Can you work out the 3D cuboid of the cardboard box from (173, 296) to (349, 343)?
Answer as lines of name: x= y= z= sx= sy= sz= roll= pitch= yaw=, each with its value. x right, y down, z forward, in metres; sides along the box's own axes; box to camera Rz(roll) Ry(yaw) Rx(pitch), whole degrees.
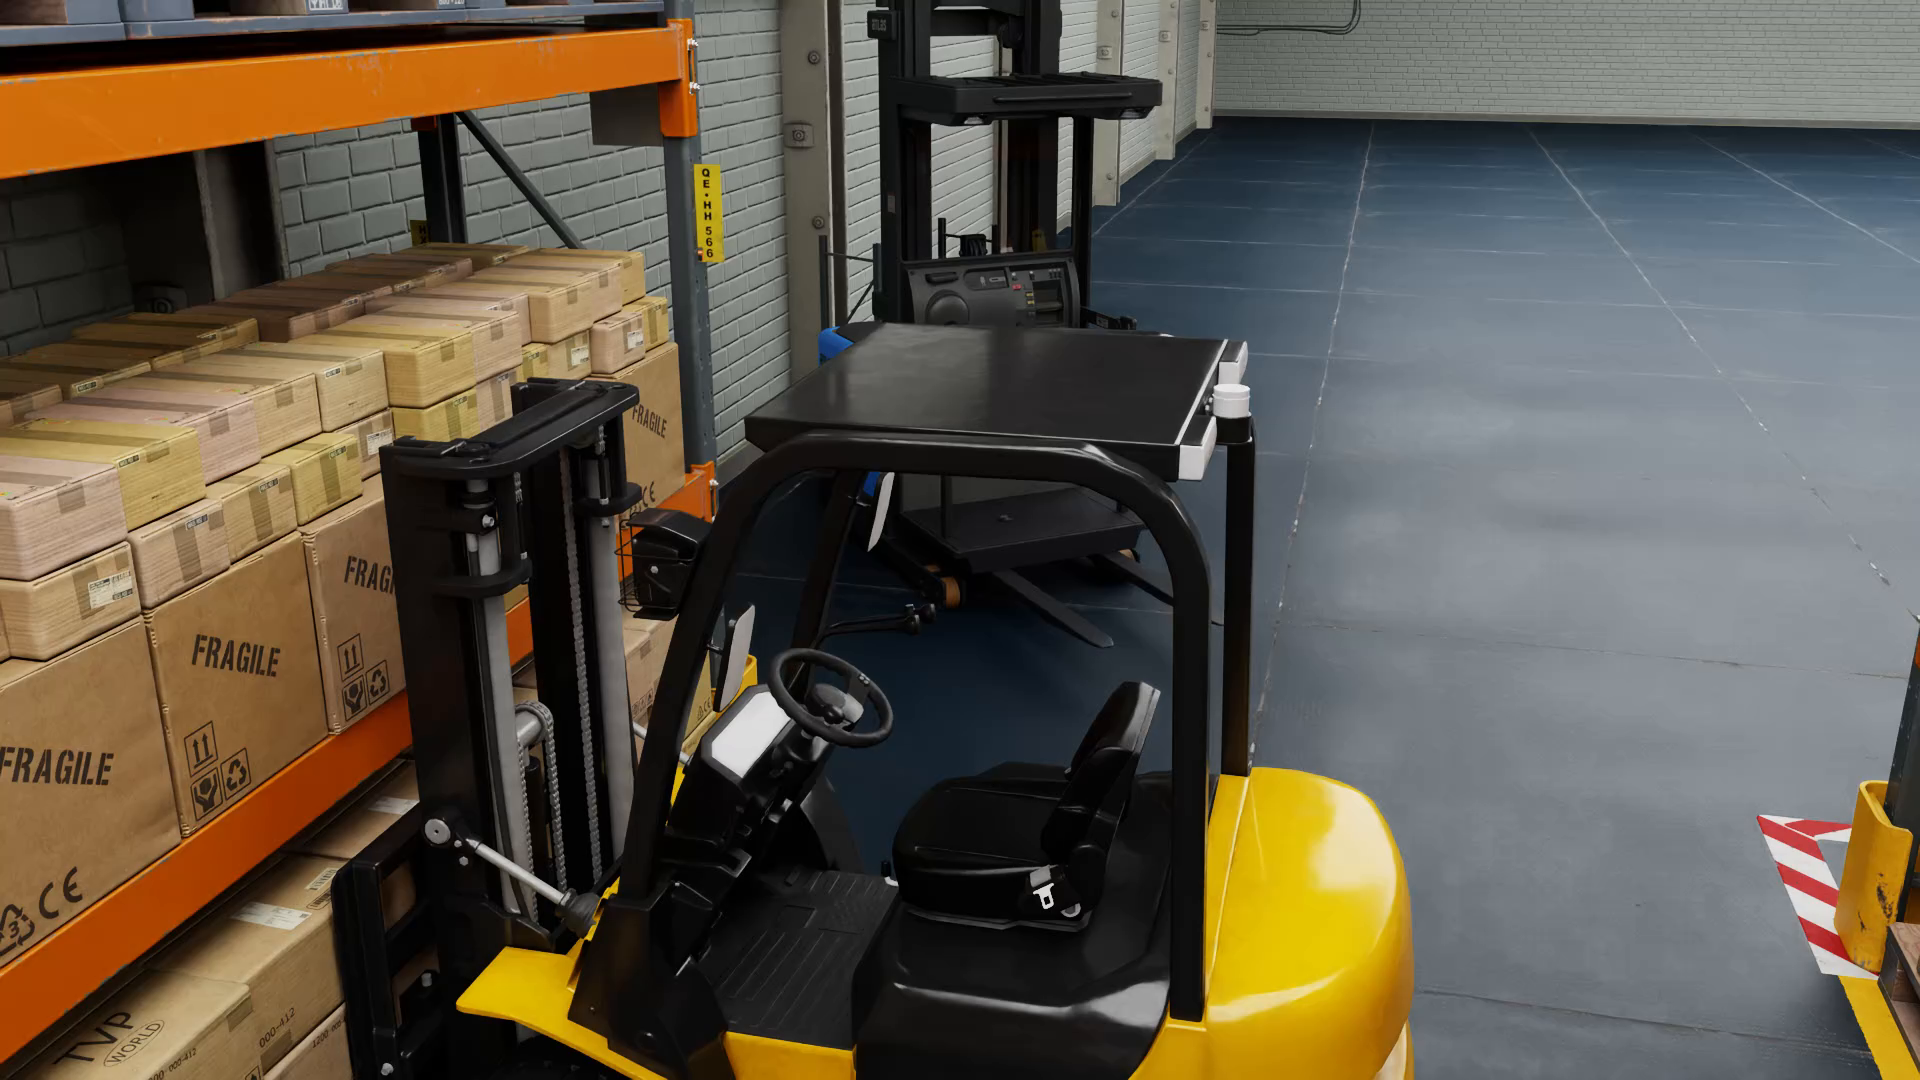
cardboard box: x=-1.925 y=-0.572 z=4.602 sx=0.380 sy=0.149 sz=0.250 roll=5 pitch=20 yaw=15

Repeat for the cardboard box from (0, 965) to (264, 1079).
cardboard box: x=-1.793 y=1.107 z=3.362 sx=0.500 sy=0.250 sz=0.500 roll=5 pitch=19 yaw=13

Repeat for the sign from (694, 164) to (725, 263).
sign: x=-0.850 y=-1.102 z=5.616 sx=0.100 sy=0.325 sz=0.005 roll=5 pitch=19 yaw=13

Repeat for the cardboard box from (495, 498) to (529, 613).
cardboard box: x=-1.499 y=-0.039 z=4.507 sx=0.500 sy=0.500 sz=0.500 roll=4 pitch=19 yaw=12

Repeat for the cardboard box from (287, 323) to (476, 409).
cardboard box: x=-1.471 y=-0.447 z=4.238 sx=0.380 sy=0.149 sz=0.250 roll=5 pitch=19 yaw=14

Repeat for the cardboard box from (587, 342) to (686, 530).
cardboard box: x=-1.239 y=-0.362 z=5.451 sx=0.500 sy=0.500 sz=0.500 roll=4 pitch=19 yaw=12

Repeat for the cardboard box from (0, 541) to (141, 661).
cardboard box: x=-1.787 y=0.094 z=3.112 sx=0.380 sy=0.149 sz=0.250 roll=5 pitch=20 yaw=15

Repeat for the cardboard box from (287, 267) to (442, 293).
cardboard box: x=-1.810 y=-0.733 z=5.073 sx=0.380 sy=0.149 sz=0.250 roll=5 pitch=19 yaw=14

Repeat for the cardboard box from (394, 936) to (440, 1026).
cardboard box: x=-1.553 y=1.030 z=4.361 sx=0.500 sy=0.250 sz=0.500 roll=5 pitch=19 yaw=13

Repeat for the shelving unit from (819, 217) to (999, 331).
shelving unit: x=-0.301 y=-1.156 z=10.251 sx=0.587 sy=1.500 sz=1.083 roll=17 pitch=25 yaw=40

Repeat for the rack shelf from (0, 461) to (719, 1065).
rack shelf: x=-1.862 y=0.478 z=4.260 sx=1.077 sy=0.370 sz=4.000 roll=5 pitch=19 yaw=13

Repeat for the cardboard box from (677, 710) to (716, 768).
cardboard box: x=-1.181 y=0.785 z=5.852 sx=0.500 sy=0.250 sz=0.500 roll=5 pitch=19 yaw=14

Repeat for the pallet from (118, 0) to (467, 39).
pallet: x=-1.867 y=-1.264 z=3.743 sx=1.003 sy=0.211 sz=1.213 roll=5 pitch=19 yaw=13

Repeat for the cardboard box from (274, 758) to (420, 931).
cardboard box: x=-1.547 y=0.787 z=4.301 sx=0.500 sy=0.250 sz=0.500 roll=4 pitch=19 yaw=12

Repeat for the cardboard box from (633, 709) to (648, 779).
cardboard box: x=-1.322 y=0.710 z=5.298 sx=0.500 sy=0.250 sz=0.500 roll=4 pitch=19 yaw=13

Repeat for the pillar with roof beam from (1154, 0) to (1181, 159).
pillar with roof beam: x=7.621 y=-10.364 z=25.607 sx=9.100 sy=9.000 sz=0.400 roll=5 pitch=19 yaw=13

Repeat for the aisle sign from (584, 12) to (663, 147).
aisle sign: x=-1.072 y=-1.717 z=5.551 sx=0.394 sy=0.787 sz=0.004 roll=5 pitch=19 yaw=13

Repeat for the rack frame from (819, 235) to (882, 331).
rack frame: x=-0.641 y=-1.038 z=9.905 sx=0.500 sy=1.500 sz=0.032 roll=17 pitch=25 yaw=40

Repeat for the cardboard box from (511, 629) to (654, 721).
cardboard box: x=-1.302 y=0.470 z=5.230 sx=0.500 sy=0.250 sz=0.500 roll=5 pitch=19 yaw=14

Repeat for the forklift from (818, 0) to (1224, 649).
forklift: x=0.268 y=-1.203 z=8.174 sx=1.130 sy=2.935 sz=3.031 roll=-9 pitch=21 yaw=-24

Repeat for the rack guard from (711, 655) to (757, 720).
rack guard: x=-1.367 y=0.686 z=6.405 sx=1.175 sy=0.500 sz=0.348 roll=5 pitch=19 yaw=13

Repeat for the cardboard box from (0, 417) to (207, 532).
cardboard box: x=-1.755 y=-0.133 z=3.317 sx=0.380 sy=0.149 sz=0.250 roll=4 pitch=19 yaw=13

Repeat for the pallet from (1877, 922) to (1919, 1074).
pallet: x=3.190 y=1.497 z=4.479 sx=1.003 sy=0.211 sz=1.213 roll=5 pitch=19 yaw=13

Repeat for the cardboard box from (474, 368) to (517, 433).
cardboard box: x=-1.433 y=-0.390 z=4.529 sx=0.380 sy=0.149 sz=0.250 roll=4 pitch=19 yaw=12

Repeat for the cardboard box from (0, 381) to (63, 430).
cardboard box: x=-2.221 y=-0.253 z=3.670 sx=0.380 sy=0.149 sz=0.250 roll=4 pitch=19 yaw=13

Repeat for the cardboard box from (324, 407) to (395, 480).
cardboard box: x=-1.624 y=-0.238 z=4.084 sx=0.380 sy=0.149 sz=0.250 roll=5 pitch=19 yaw=13

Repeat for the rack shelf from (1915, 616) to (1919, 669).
rack shelf: x=2.953 y=0.869 z=3.116 sx=1.077 sy=0.370 sz=4.000 roll=5 pitch=19 yaw=13

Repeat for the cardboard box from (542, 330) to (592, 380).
cardboard box: x=-1.342 y=-0.554 z=5.010 sx=0.380 sy=0.149 sz=0.250 roll=5 pitch=19 yaw=14

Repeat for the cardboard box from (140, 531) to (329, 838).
cardboard box: x=-1.755 y=0.275 z=3.586 sx=0.500 sy=0.500 sz=0.500 roll=4 pitch=19 yaw=13

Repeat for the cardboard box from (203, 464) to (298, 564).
cardboard box: x=-1.677 y=-0.068 z=3.587 sx=0.380 sy=0.149 sz=0.250 roll=4 pitch=19 yaw=12

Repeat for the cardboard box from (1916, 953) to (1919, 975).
cardboard box: x=2.976 y=1.235 z=4.535 sx=0.500 sy=0.250 sz=0.500 roll=4 pitch=19 yaw=13

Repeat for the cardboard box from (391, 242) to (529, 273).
cardboard box: x=-1.662 y=-0.896 z=5.551 sx=0.380 sy=0.149 sz=0.250 roll=4 pitch=19 yaw=12

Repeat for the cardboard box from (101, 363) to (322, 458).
cardboard box: x=-1.703 y=-0.297 z=3.797 sx=0.380 sy=0.149 sz=0.250 roll=5 pitch=19 yaw=14

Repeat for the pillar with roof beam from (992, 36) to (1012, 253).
pillar with roof beam: x=4.689 y=-6.602 z=14.595 sx=9.100 sy=9.000 sz=0.400 roll=5 pitch=19 yaw=13

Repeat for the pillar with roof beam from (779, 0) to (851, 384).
pillar with roof beam: x=3.223 y=-4.722 z=9.089 sx=9.100 sy=9.000 sz=0.400 roll=5 pitch=19 yaw=13

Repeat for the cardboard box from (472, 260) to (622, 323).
cardboard box: x=-1.286 y=-0.776 z=5.199 sx=0.380 sy=0.149 sz=0.250 roll=5 pitch=19 yaw=13

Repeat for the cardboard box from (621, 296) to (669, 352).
cardboard box: x=-1.186 y=-0.713 z=5.475 sx=0.380 sy=0.149 sz=0.250 roll=5 pitch=19 yaw=14

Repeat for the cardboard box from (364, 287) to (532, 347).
cardboard box: x=-1.457 y=-0.619 z=4.742 sx=0.380 sy=0.149 sz=0.250 roll=5 pitch=19 yaw=14

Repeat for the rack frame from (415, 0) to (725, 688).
rack frame: x=-1.373 y=-0.489 z=5.979 sx=1.000 sy=3.000 sz=0.127 roll=5 pitch=19 yaw=13

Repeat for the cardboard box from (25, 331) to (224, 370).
cardboard box: x=-2.068 y=-0.413 z=4.139 sx=0.380 sy=0.149 sz=0.250 roll=5 pitch=19 yaw=14
